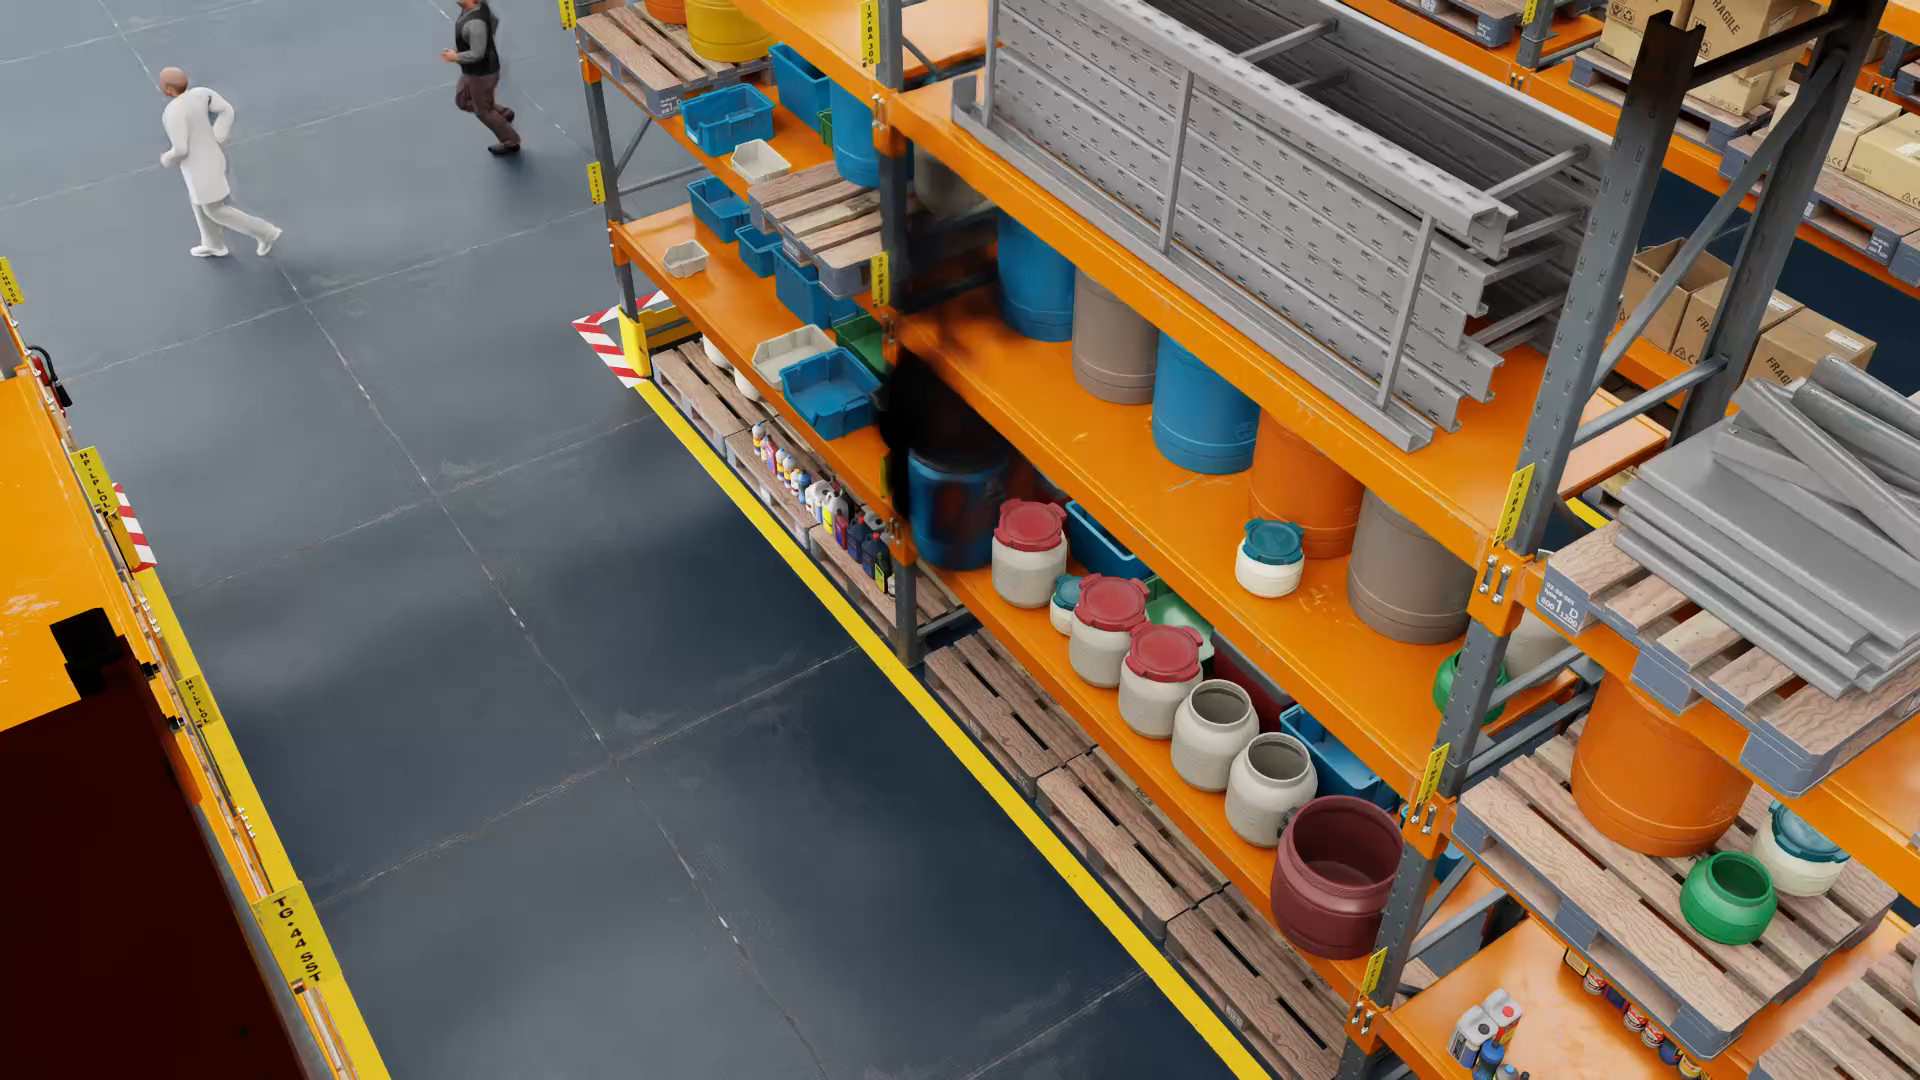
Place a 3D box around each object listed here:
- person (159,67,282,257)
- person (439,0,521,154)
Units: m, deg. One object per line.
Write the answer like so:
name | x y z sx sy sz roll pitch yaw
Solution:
person | -6.233 -3.094 13.837 0.946 1.783 0.722 3 43 3
person | -4.433 -4.306 15.193 0.569 1.673 0.638 -10 44 -11
